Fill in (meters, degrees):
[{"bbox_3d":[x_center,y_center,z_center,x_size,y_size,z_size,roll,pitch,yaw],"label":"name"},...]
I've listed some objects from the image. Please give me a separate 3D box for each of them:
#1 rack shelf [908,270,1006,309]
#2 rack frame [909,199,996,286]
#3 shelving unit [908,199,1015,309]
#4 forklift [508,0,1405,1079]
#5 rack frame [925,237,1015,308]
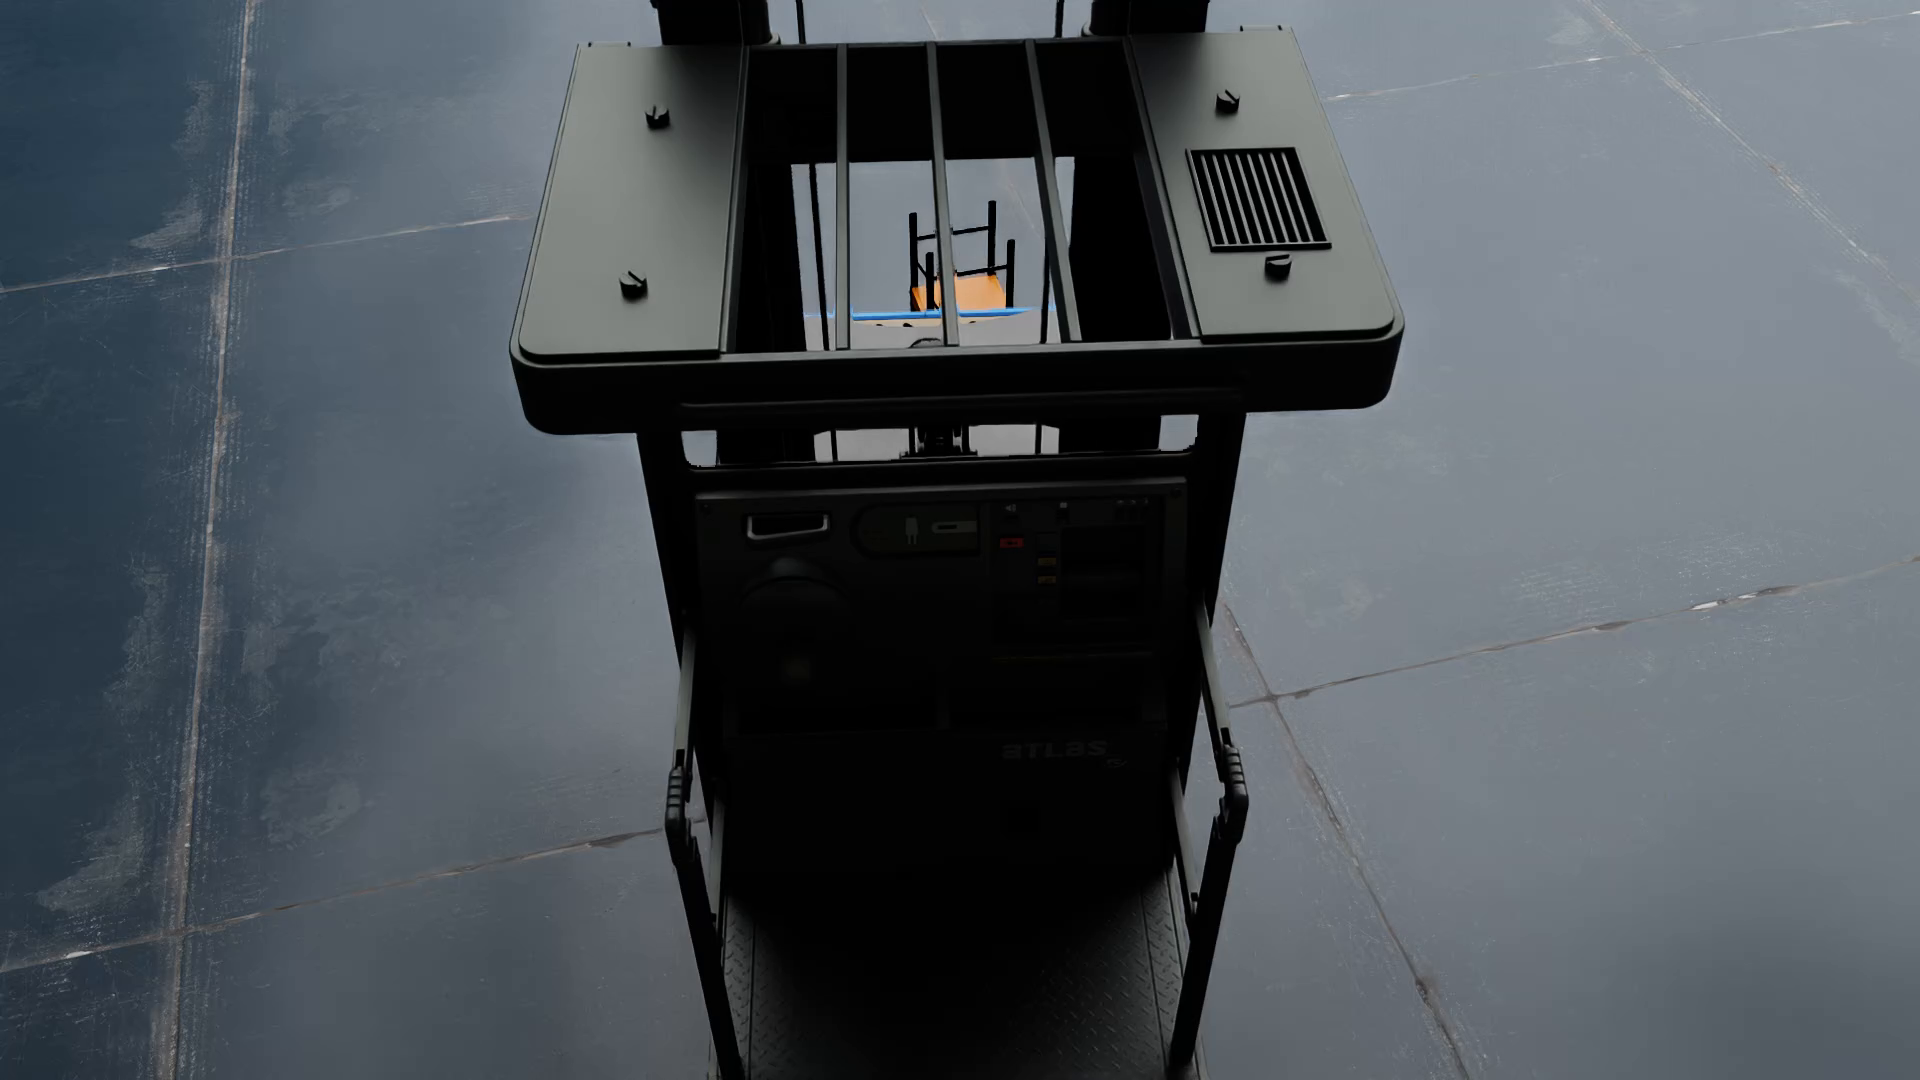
[{"bbox_3d":[0.004,-0.631,4.586,0.258,0.103,0.180,-11,47,-10],"label":"rack shelf"},{"bbox_3d":[-0.020,-0.473,4.874,0.240,1.200,0.006,-11,47,-10],"label":"rack frame"},{"bbox_3d":[0.004,-0.410,4.812,0.258,1.200,0.189,-11,47,-10],"label":"shelving unit"},{"bbox_3d":[-0.019,0.169,3.032,1.130,2.935,3.031,-2,46,-2],"label":"forklift"},{"bbox_3d":[0.027,-0.347,4.750,0.240,1.200,0.006,-11,47,-10],"label":"rack frame"}]
